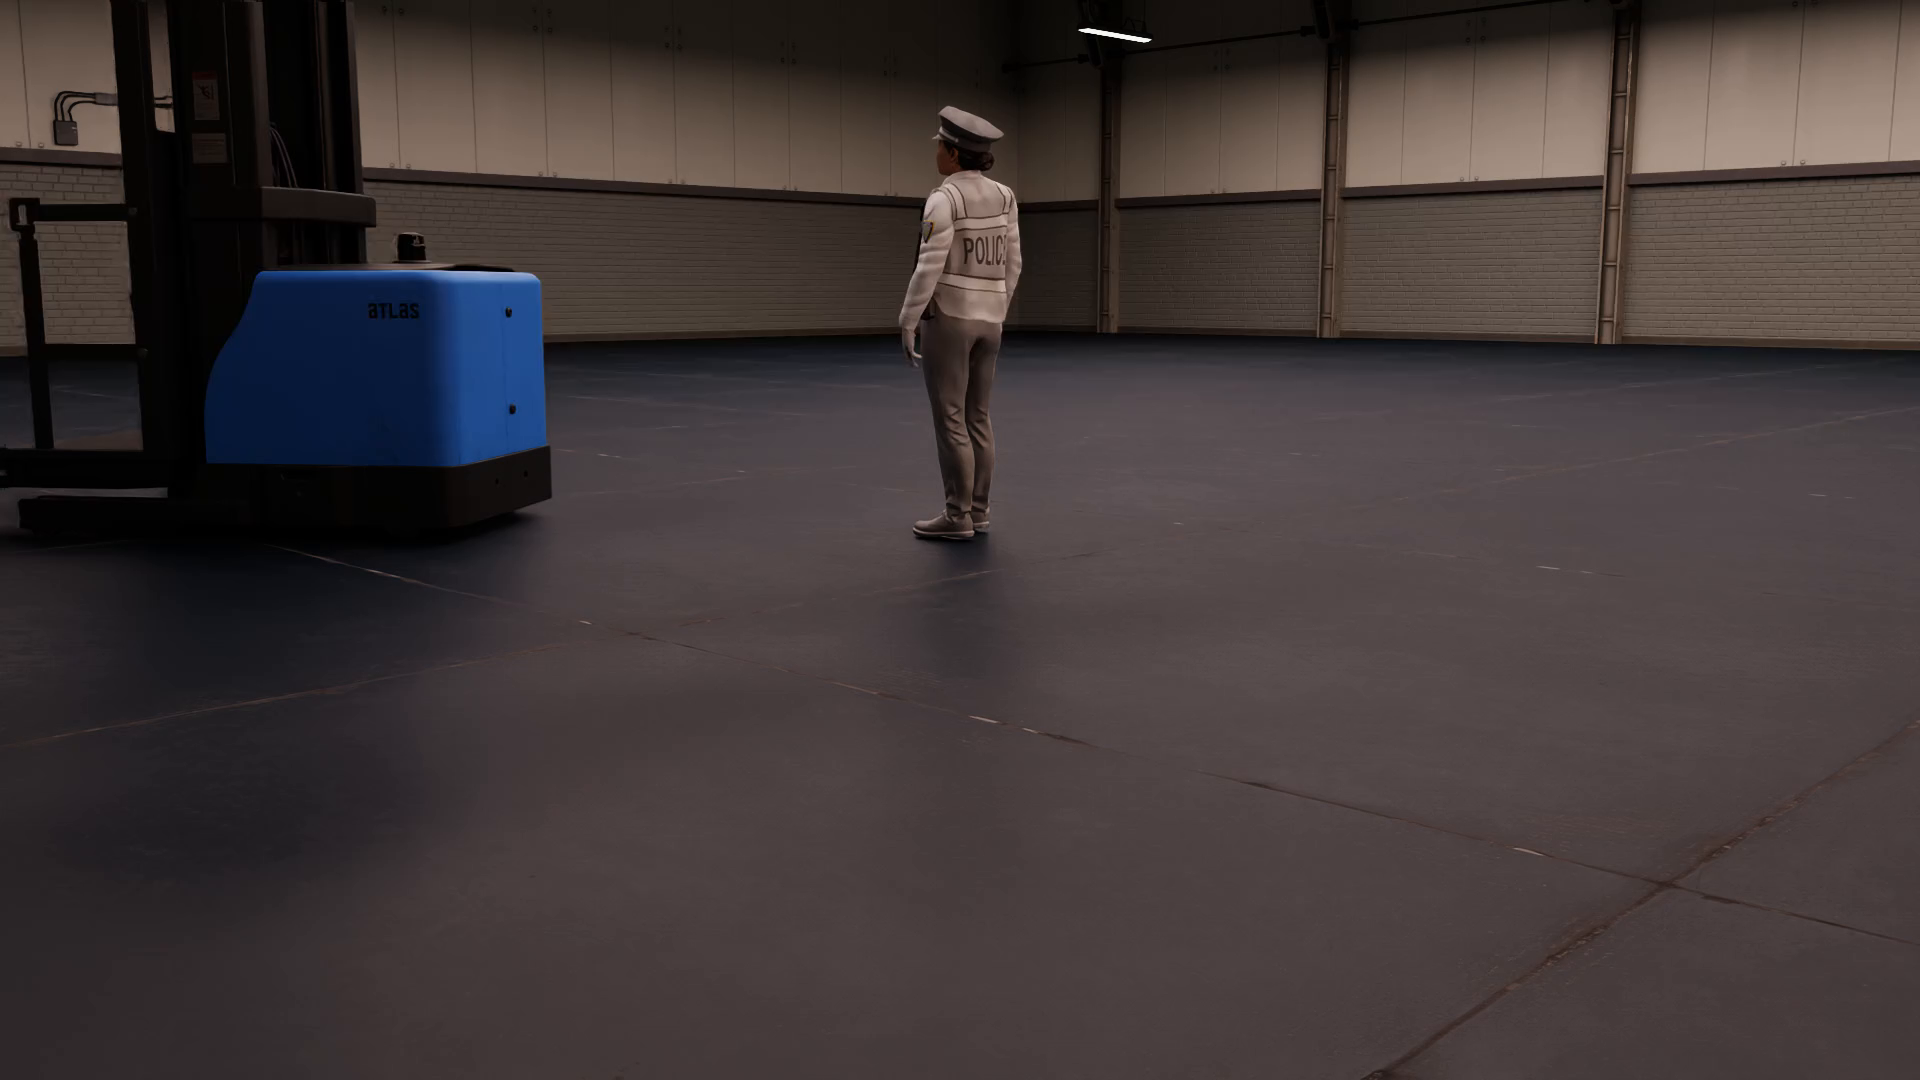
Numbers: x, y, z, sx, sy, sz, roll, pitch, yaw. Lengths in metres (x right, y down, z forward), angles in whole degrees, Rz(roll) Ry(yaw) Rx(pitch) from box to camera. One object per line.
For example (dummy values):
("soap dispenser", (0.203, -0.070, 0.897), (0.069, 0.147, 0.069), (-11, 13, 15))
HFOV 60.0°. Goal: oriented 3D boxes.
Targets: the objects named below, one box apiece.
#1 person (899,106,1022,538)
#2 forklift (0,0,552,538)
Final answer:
("person", (-0.044, -0.851, 6.641), (0.533, 1.693, 0.588), (8, 12, 43))
("forklift", (-3.397, -1.534, 7.059), (3.031, 2.935, 1.130), (1, 9, 8))
